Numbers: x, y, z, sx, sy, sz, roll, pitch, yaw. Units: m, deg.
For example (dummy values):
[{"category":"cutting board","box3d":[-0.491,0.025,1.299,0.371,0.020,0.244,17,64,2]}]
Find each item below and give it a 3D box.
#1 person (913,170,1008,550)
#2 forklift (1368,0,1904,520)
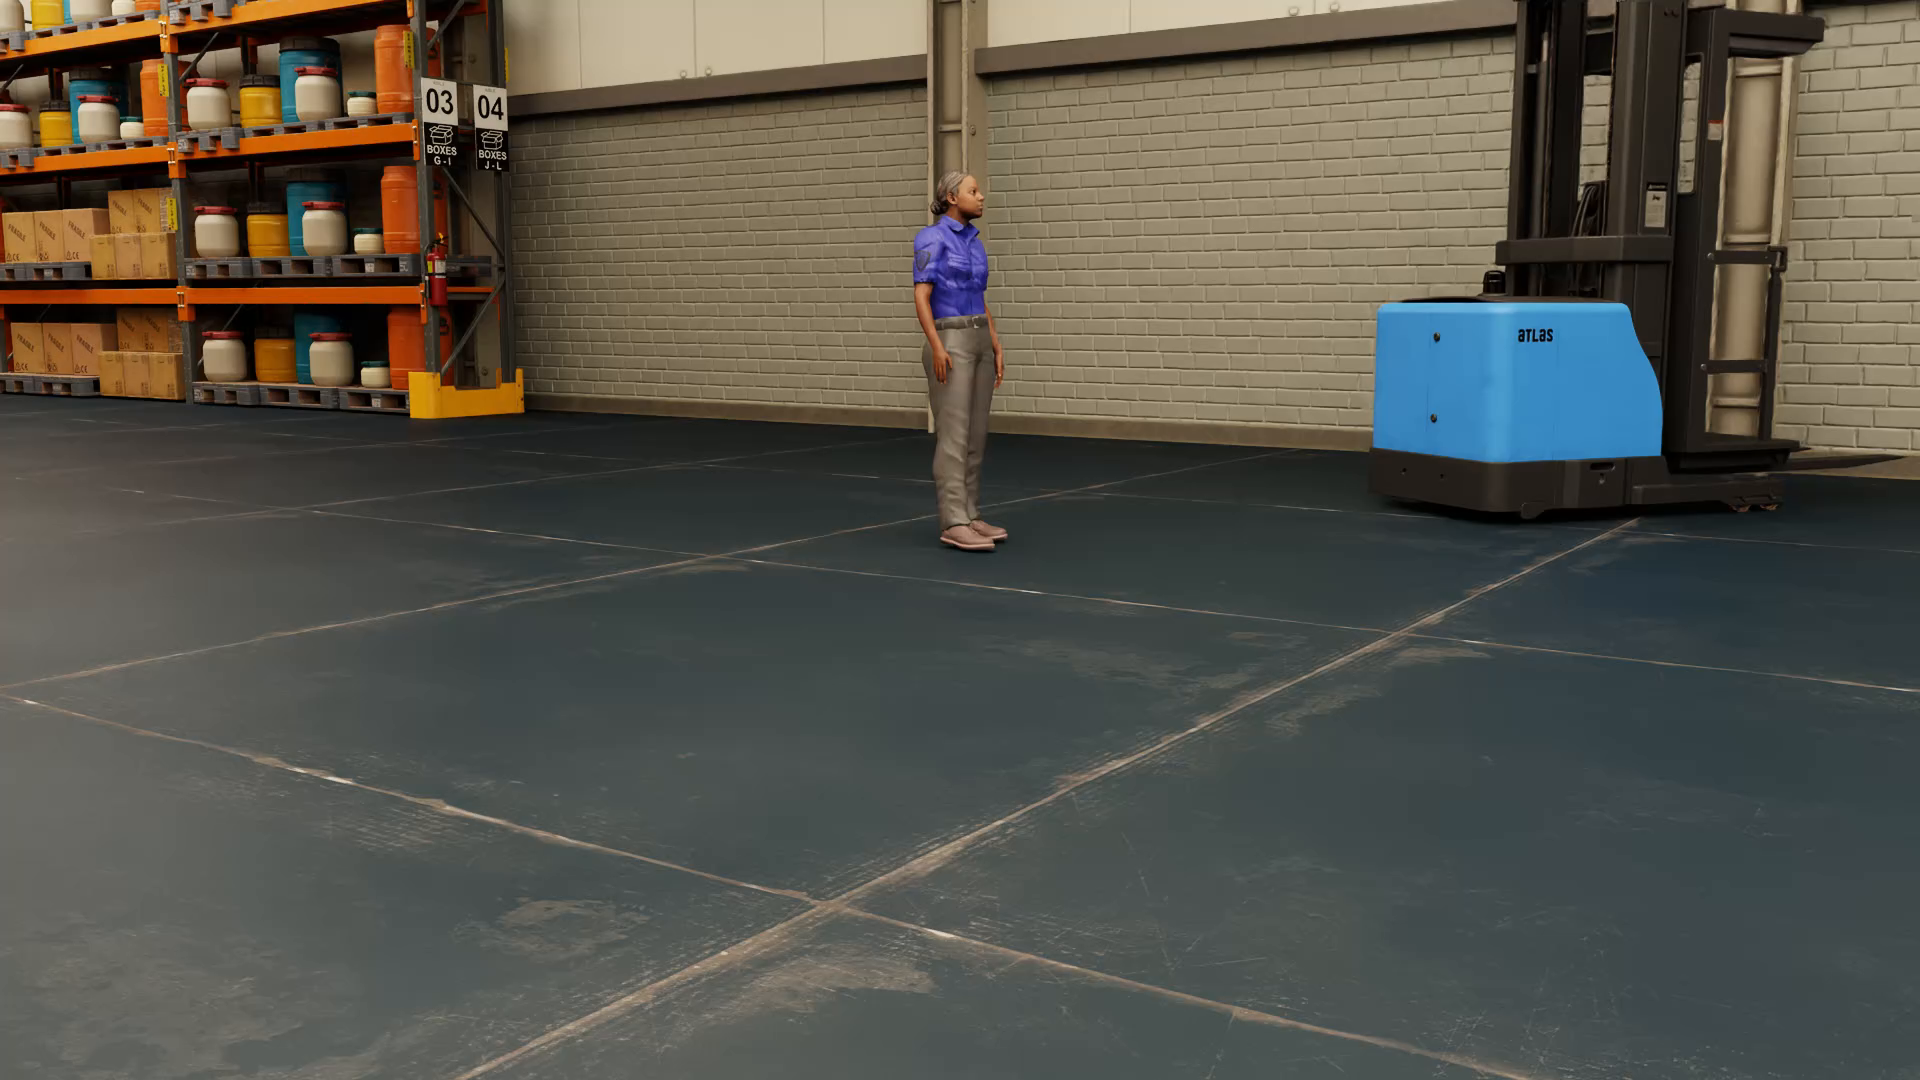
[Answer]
[{"category":"person","box3d":[0.062,-0.817,7.422,0.504,1.654,0.570,5,10,34]},{"category":"forklift","box3d":[3.755,-1.658,8.855,3.031,2.935,1.130,-3,9,-22]}]
